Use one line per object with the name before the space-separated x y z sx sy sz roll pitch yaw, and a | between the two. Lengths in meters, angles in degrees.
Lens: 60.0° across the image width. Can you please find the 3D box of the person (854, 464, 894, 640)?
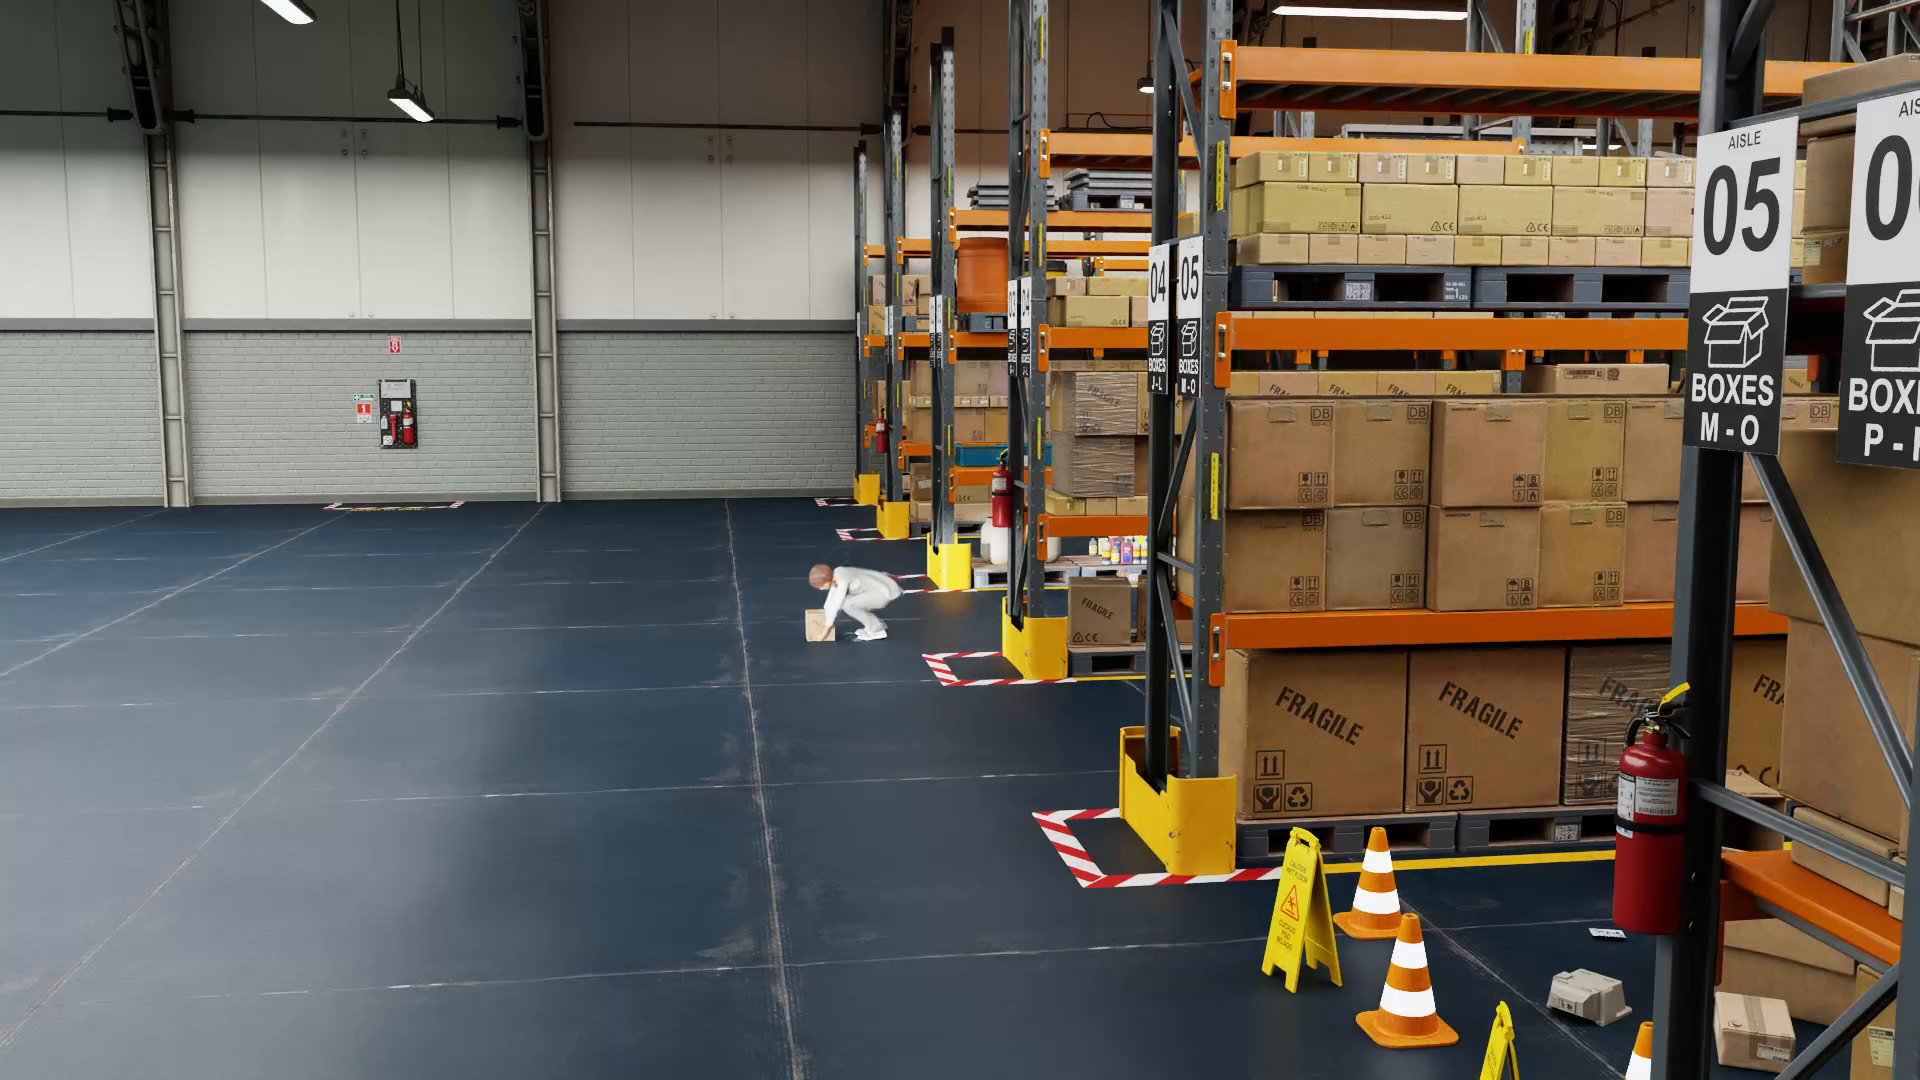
person | -0.783 0.101 15.153 0.340 1.597 0.453 -1 7 -10
